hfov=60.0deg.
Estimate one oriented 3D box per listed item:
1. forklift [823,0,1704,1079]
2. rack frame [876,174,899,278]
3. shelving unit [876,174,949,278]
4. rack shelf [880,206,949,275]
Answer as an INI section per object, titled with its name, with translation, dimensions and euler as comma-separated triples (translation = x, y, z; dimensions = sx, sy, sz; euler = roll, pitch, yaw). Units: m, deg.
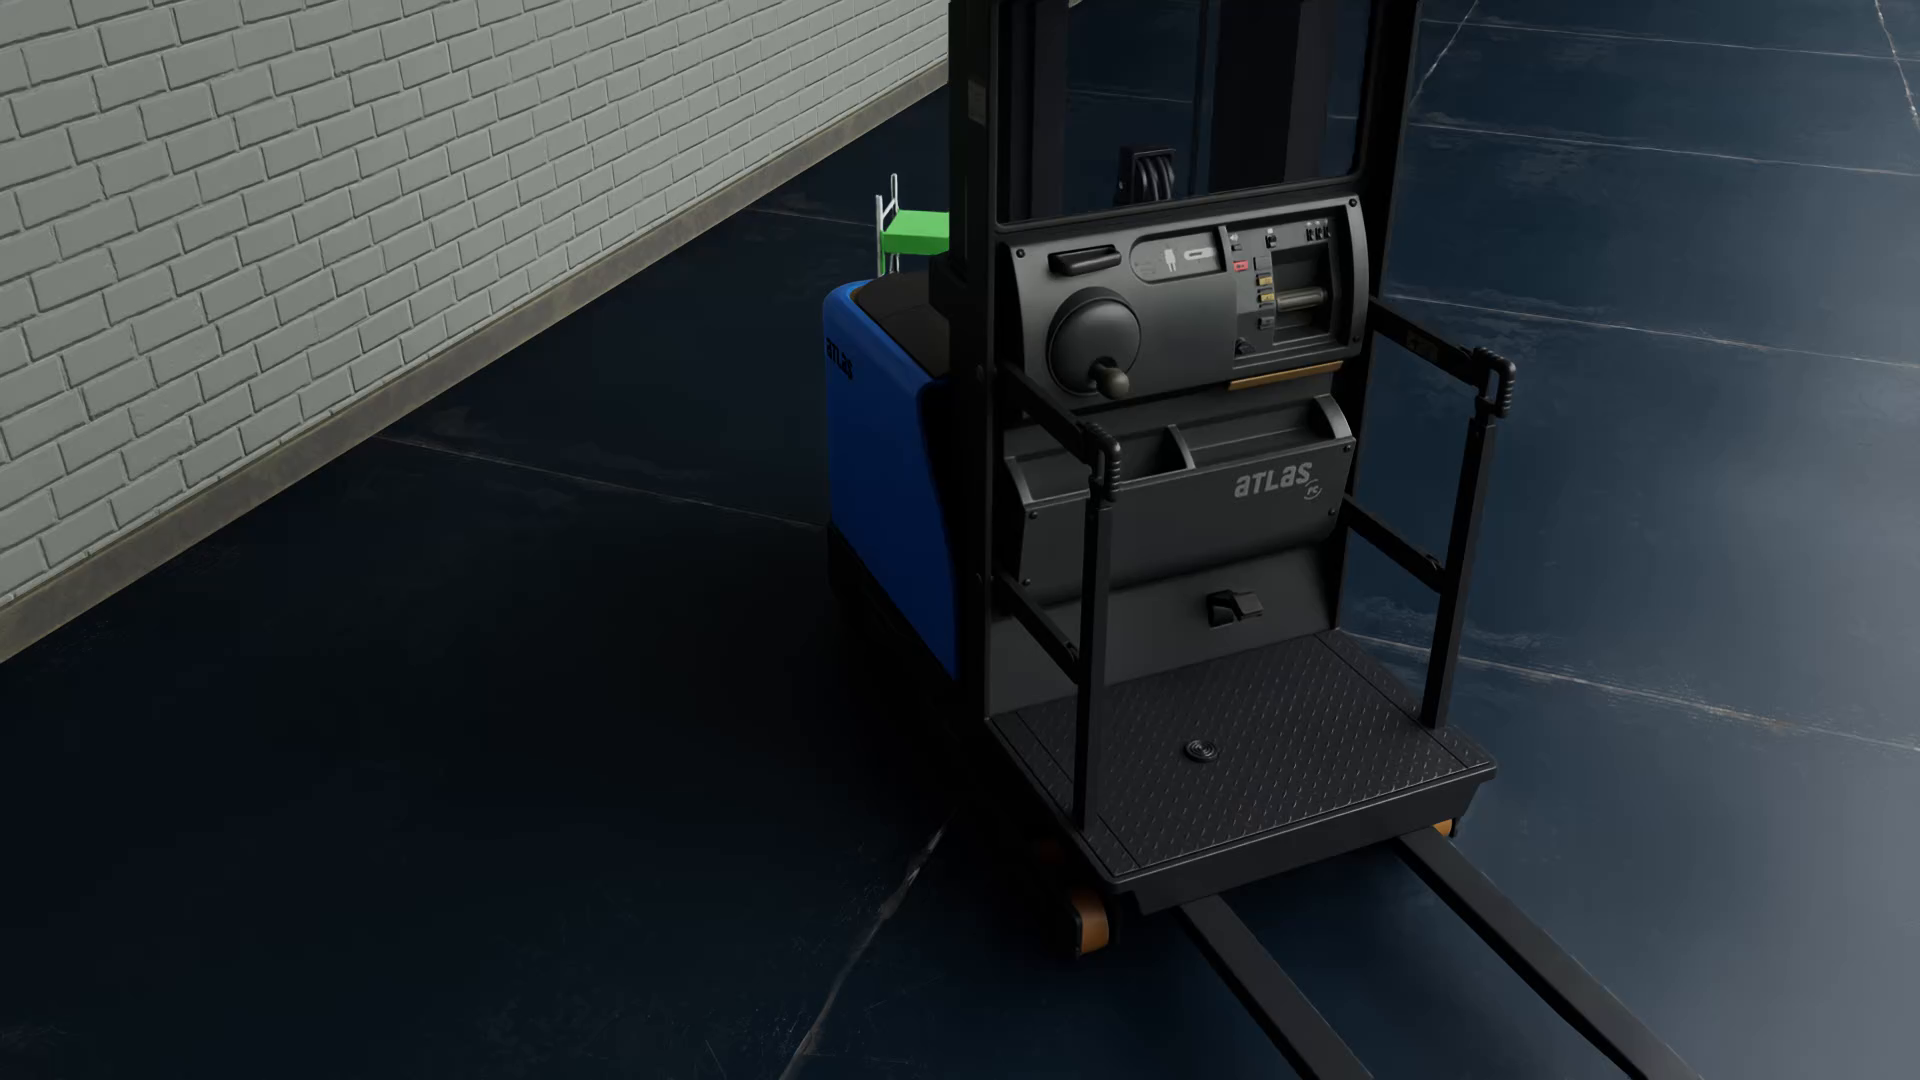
[forklift]
translation = 0.634, -0.523, 3.697
dimensions = 1.130, 2.935, 3.031
euler = -12, 32, -20
[rack frame]
translation = -0.235, -0.614, 5.617
dimensions = 0.015, 1.200, 0.240
euler = 5, 30, 9
[shelving unit]
translation = 0.004, -0.592, 5.577
dimensions = 0.503, 1.200, 0.258
euler = 5, 30, 9
[rack shelf]
translation = 0.004, -0.954, 5.373
dimensions = 0.480, 0.148, 0.258
euler = 5, 30, 9
